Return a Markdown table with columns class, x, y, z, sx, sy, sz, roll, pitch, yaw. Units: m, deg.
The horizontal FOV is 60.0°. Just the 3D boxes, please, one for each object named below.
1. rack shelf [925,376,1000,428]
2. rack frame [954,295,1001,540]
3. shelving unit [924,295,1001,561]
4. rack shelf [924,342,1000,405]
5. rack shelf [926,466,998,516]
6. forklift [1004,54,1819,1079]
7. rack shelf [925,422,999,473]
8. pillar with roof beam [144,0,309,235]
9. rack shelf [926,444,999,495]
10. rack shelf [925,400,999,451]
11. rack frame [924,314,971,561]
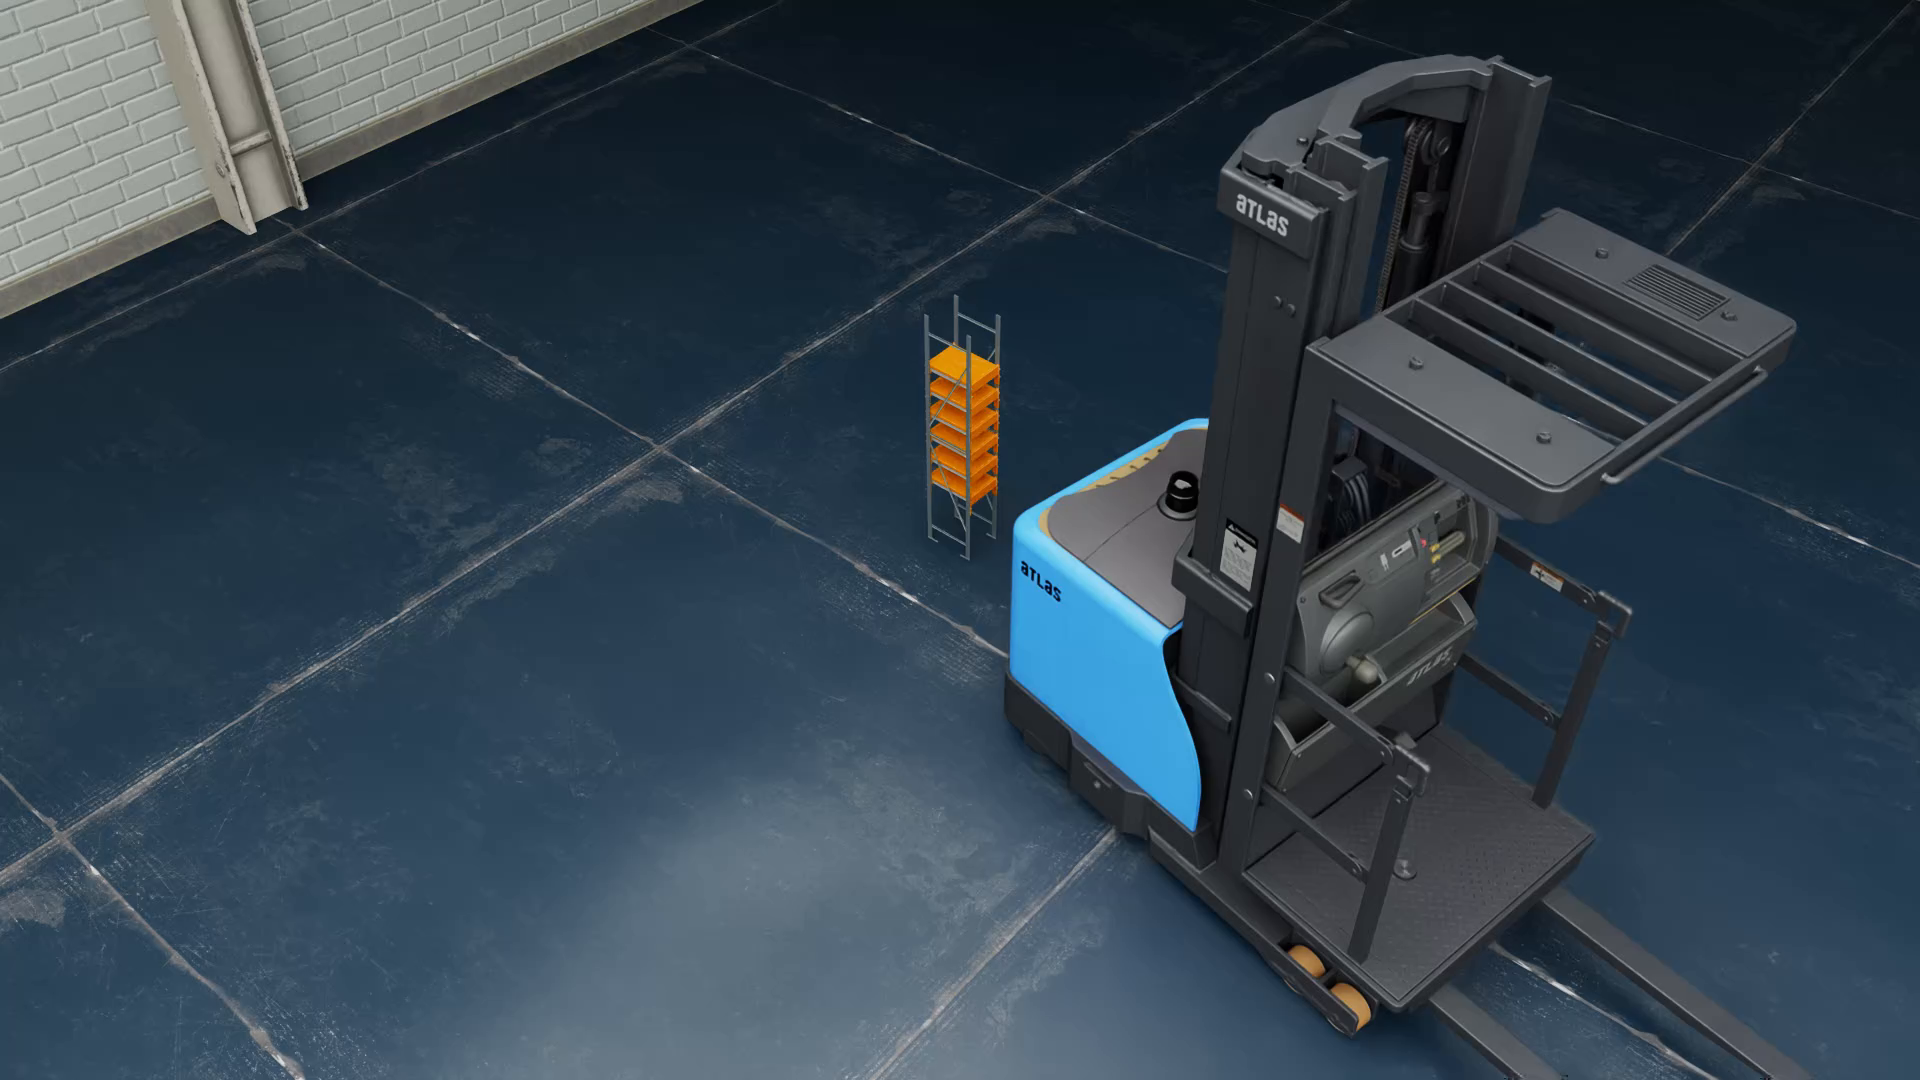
| class | x | y | z | sx | sy | sz | roll | pitch | yaw |
| --- | --- | --- | --- | --- | --- | --- | --- | --- | --- |
| rack shelf | 0.009 | -0.596 | 6.905 | 0.258 | 0.103 | 0.180 | 29 | 50 | 28 |
| rack frame | 0.068 | -0.498 | 7.089 | 0.240 | 1.200 | 0.006 | 29 | 50 | 28 |
| shelving unit | 0.009 | -0.451 | 7.037 | 0.258 | 1.200 | 0.189 | 29 | 50 | 28 |
| rack shelf | 0.009 | -0.685 | 6.825 | 0.258 | 0.103 | 0.180 | 29 | 50 | 28 |
| rack shelf | 0.009 | -0.241 | 7.228 | 0.258 | 0.103 | 0.180 | 29 | 50 | 28 |
| forklift | 1.501 | 0.187 | 5.048 | 1.130 | 2.935 | 3.031 | -29 | 50 | -28 |
| rack shelf | 0.009 | -0.419 | 7.067 | 0.258 | 0.103 | 0.180 | 29 | 50 | 28 |
| pillar with roof beam | -0.678 | -3.340 | 4.417 | 9.100 | 9.000 | 0.400 | 29 | 50 | 28 |
| rack shelf | 0.009 | -0.330 | 7.147 | 0.258 | 0.103 | 0.180 | 29 | 50 | 28 |
| rack shelf | 0.009 | -0.507 | 6.986 | 0.258 | 0.103 | 0.180 | 29 | 50 | 28 |
| rack frame | -0.050 | -0.404 | 6.985 | 0.240 | 1.200 | 0.006 | 29 | 50 | 28 |
